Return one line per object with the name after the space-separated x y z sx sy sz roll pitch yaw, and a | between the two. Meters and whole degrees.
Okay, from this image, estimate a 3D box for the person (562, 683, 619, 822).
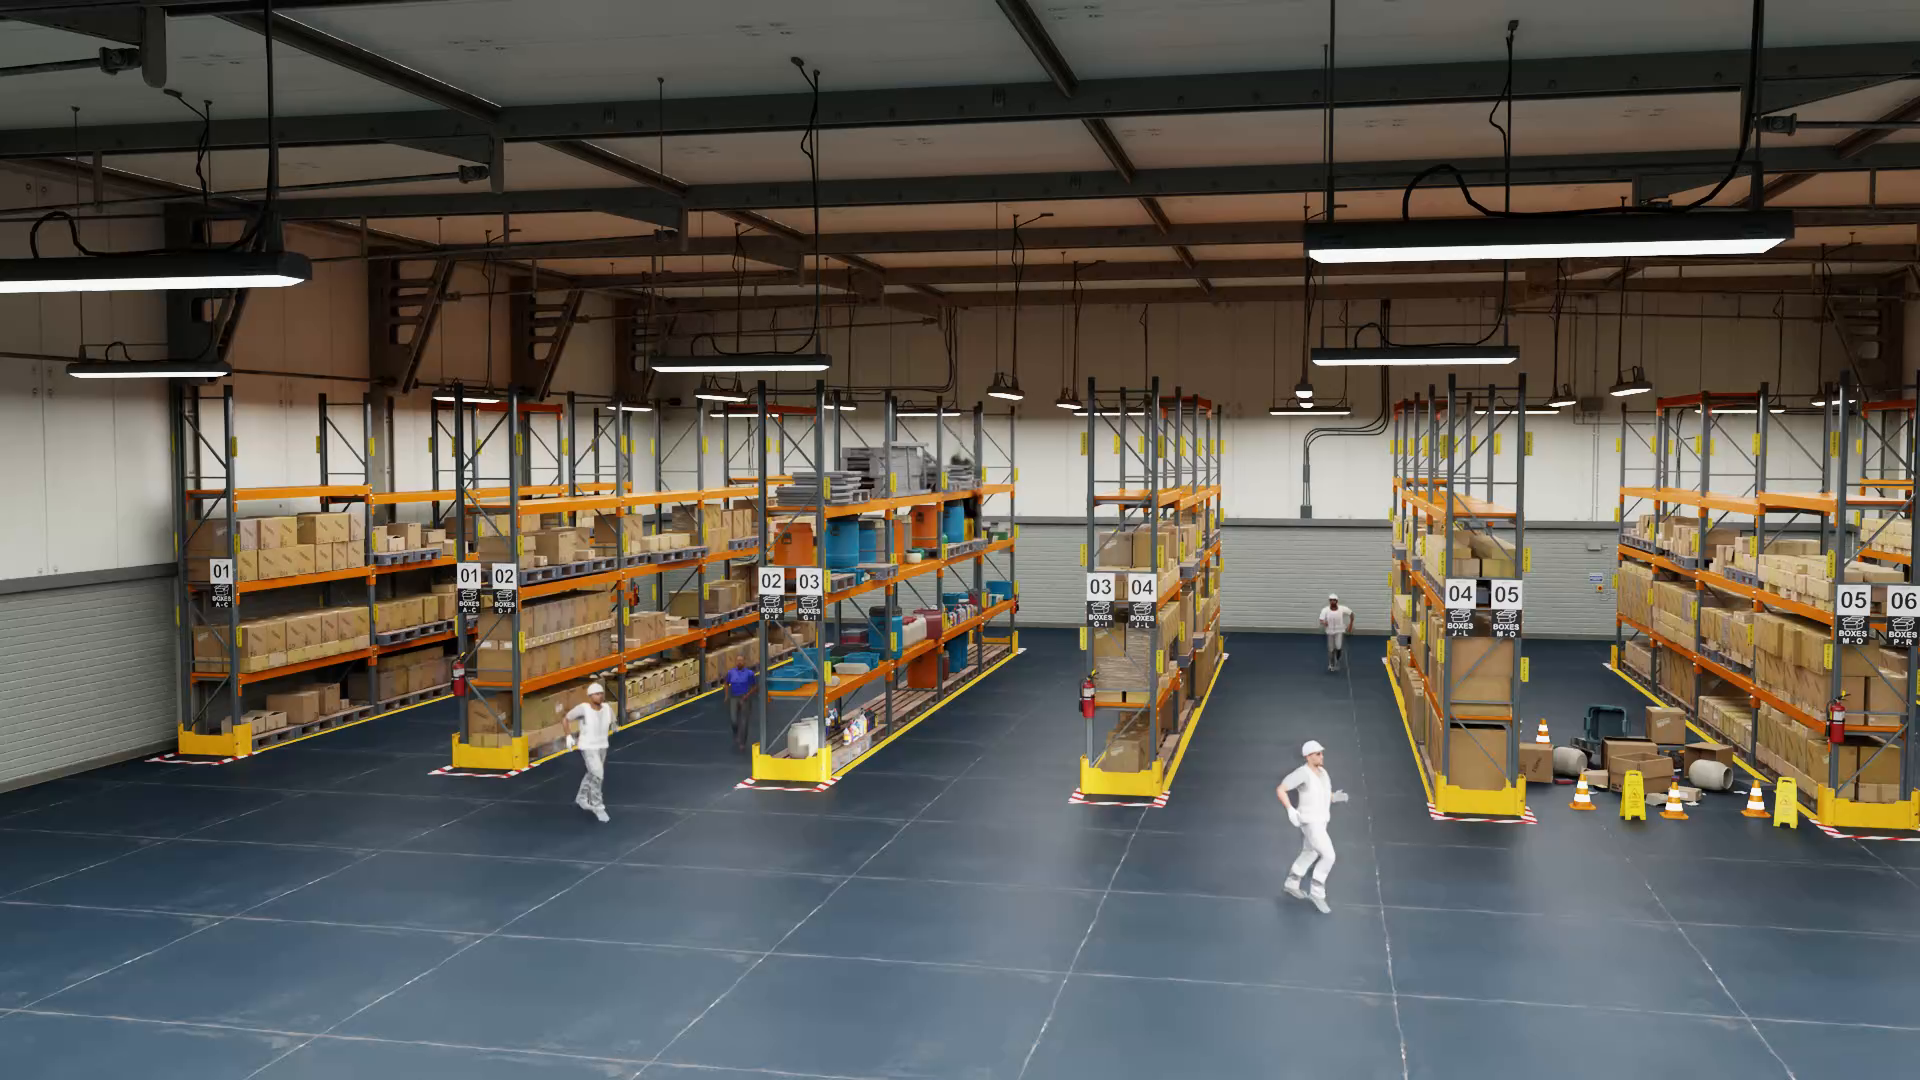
-4.946 2.847 22.450 0.883 1.842 0.662 2 4 37 | person

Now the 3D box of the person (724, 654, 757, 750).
-3.626 2.675 27.343 0.558 1.600 0.589 0 3 1 | person

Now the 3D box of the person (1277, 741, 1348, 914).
3.836 3.097 18.036 0.763 1.838 0.641 3 4 38 | person

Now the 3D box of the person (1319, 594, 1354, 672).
8.322 2.055 36.819 0.720 1.722 0.837 1 3 21 | person
